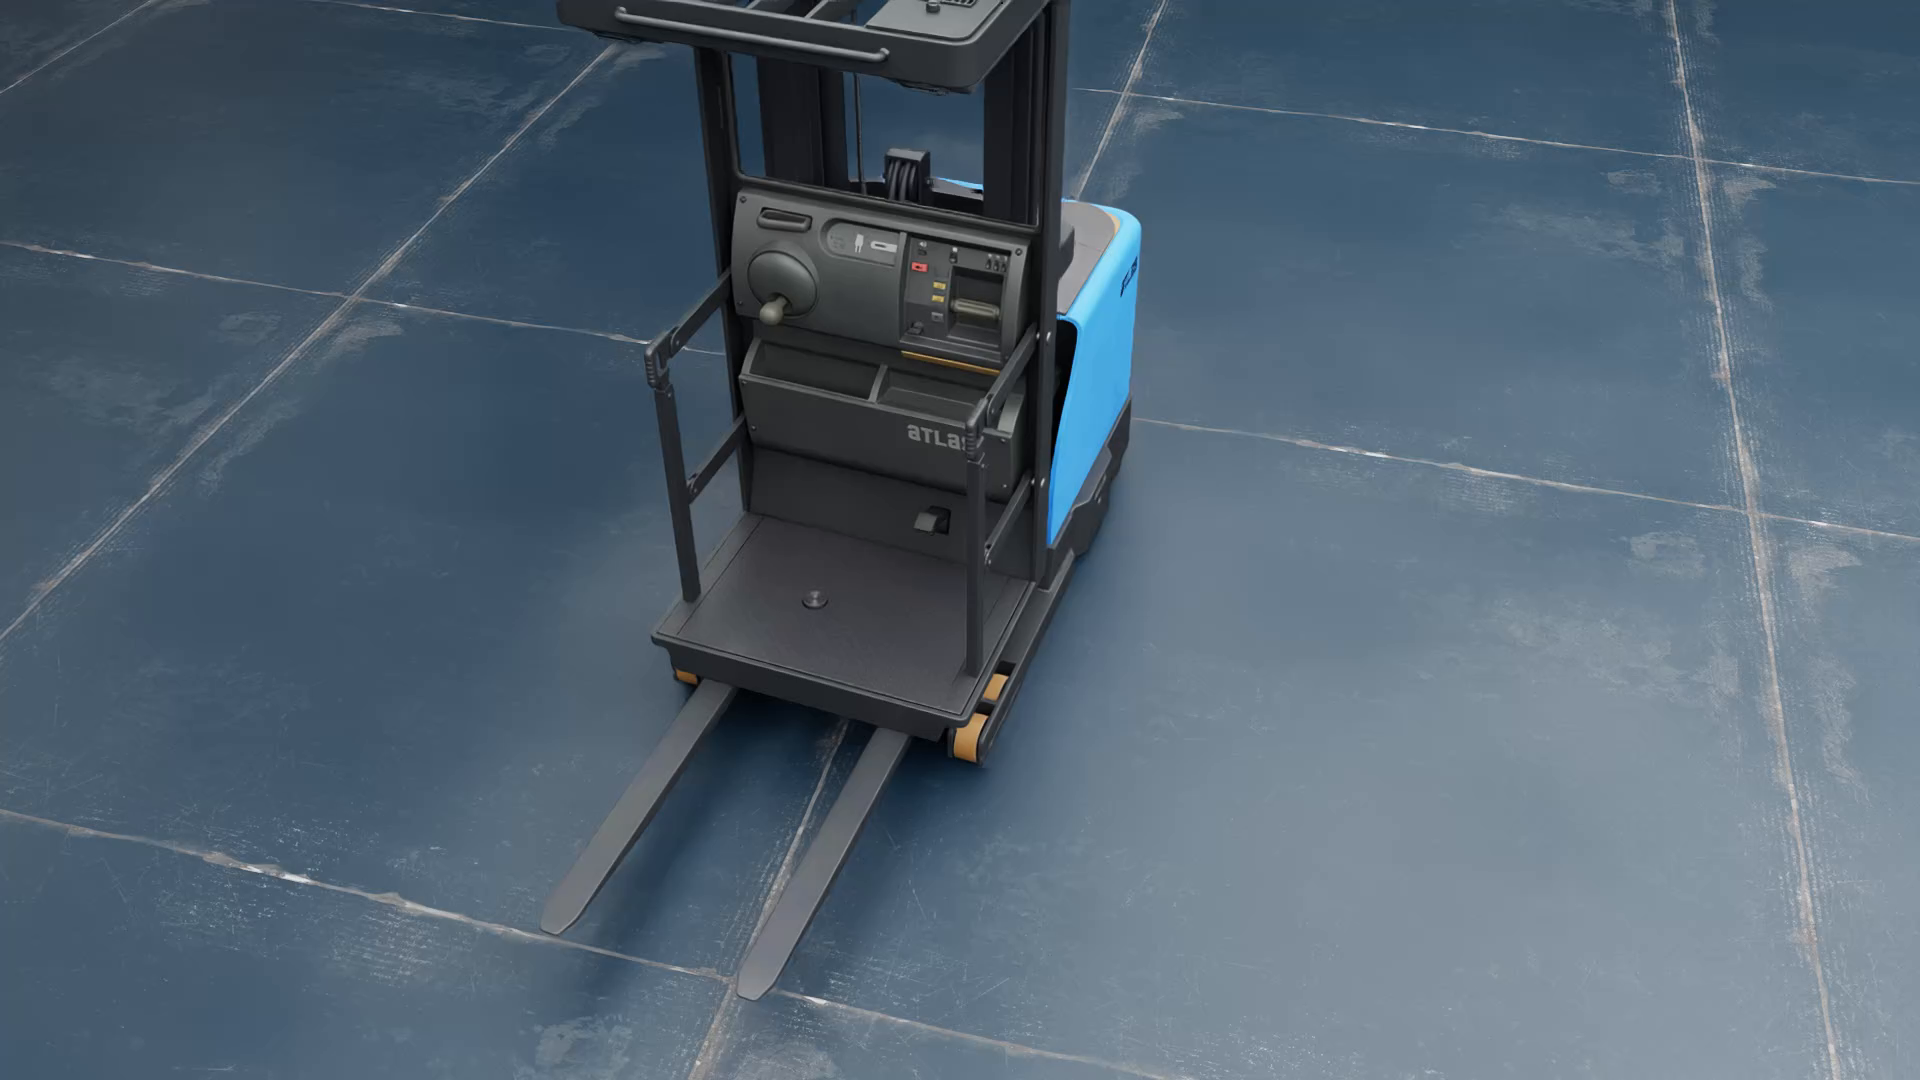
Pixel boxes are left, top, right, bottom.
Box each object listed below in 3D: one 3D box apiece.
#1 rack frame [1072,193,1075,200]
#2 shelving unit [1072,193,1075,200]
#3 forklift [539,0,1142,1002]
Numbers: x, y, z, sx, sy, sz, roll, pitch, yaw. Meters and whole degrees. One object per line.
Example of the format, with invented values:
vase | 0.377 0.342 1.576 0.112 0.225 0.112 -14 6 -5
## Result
rack frame | 0.399 -0.919 6.635 0.006 0.900 0.240 11 39 13
shelving unit | 0.302 -0.938 6.658 0.210 0.900 0.258 11 39 13
forklift | -0.325 -0.707 4.813 1.130 2.935 3.031 14 42 16
